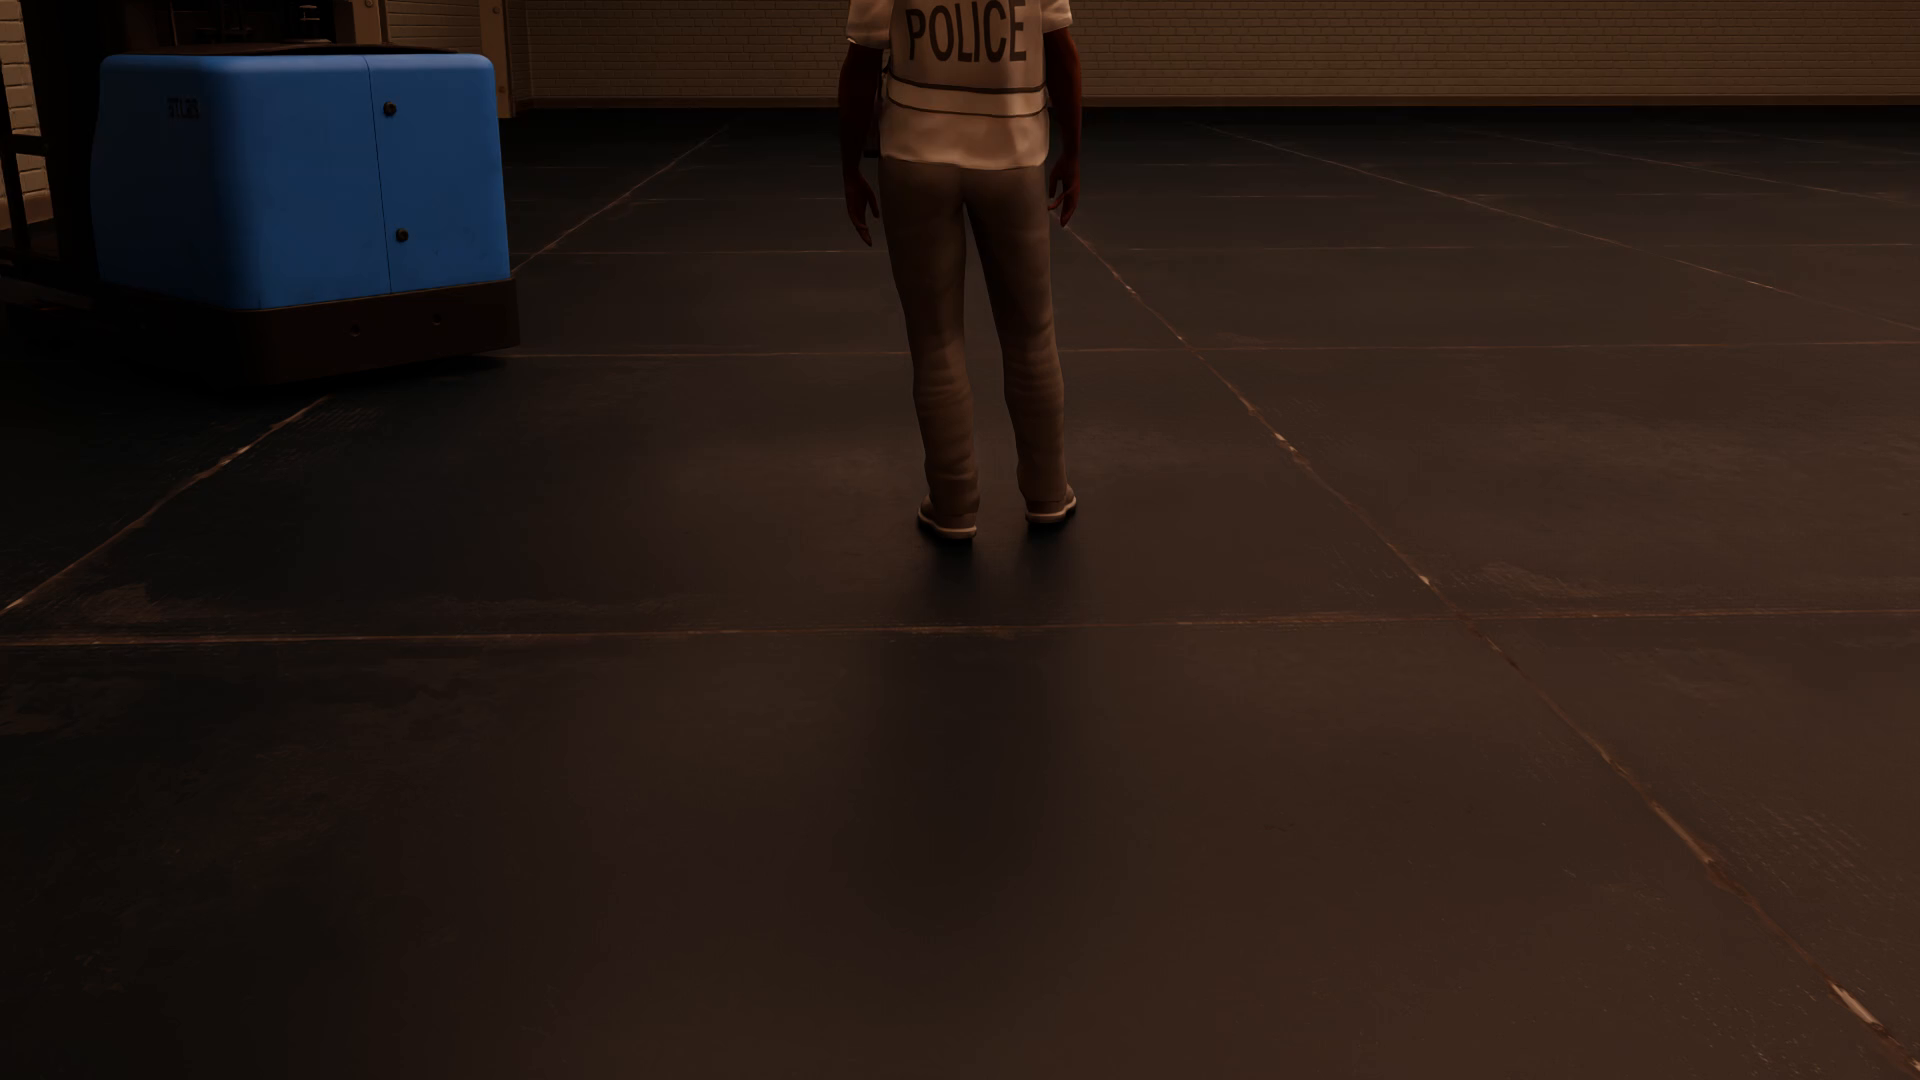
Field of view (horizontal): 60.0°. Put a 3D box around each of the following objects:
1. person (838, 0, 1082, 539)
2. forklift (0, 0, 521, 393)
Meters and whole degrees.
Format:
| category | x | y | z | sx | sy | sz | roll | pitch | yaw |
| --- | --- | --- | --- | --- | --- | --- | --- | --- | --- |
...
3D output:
| category | x | y | z | sx | sy | sz | roll | pitch | yaw |
| --- | --- | --- | --- | --- | --- | --- | --- | --- | --- |
| person | 0.016 | -0.839 | 3.740 | 0.570 | 1.695 | 0.530 | -1 | 17 | -3 |
| forklift | -3.015 | -2.215 | 6.149 | 3.031 | 2.935 | 1.130 | 15 | 22 | 39 |
